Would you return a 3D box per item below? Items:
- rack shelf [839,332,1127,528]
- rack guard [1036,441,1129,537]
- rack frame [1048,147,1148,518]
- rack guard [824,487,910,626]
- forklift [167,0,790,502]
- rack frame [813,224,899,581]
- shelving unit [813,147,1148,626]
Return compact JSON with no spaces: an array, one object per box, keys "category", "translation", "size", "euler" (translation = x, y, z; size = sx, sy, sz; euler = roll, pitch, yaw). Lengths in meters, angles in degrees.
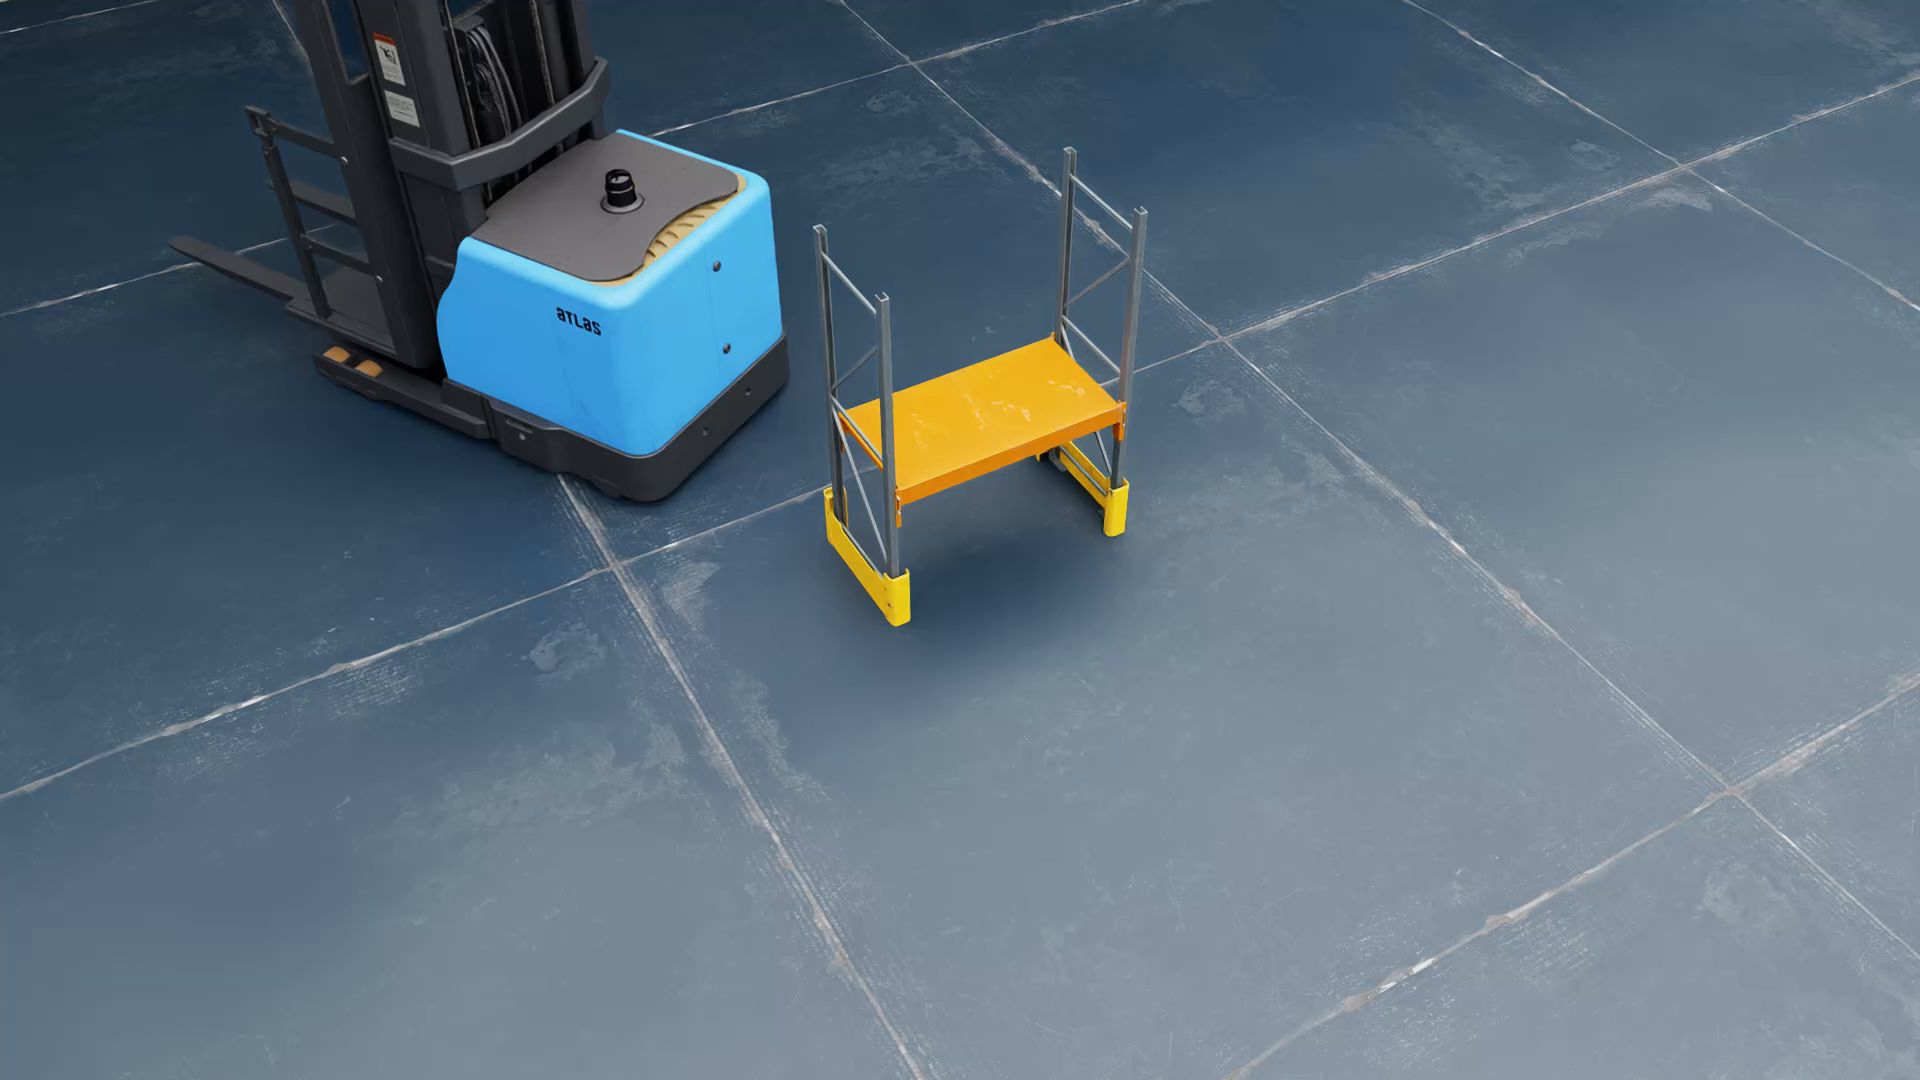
[{"category":"rack shelf","translation":[0.074,-0.439,6.383],"size":[1.000,0.185,0.538],"euler":[-22,48,-21]},{"category":"rack guard","translation":[0.498,-0.289,6.868],"size":[0.087,0.250,0.587],"euler":[-22,48,-21]},{"category":"rack frame","translation":[0.515,-0.744,6.440],"size":[0.032,1.500,0.500],"euler":[-22,48,-21]},{"category":"rack guard","translation":[-0.366,0.057,6.512],"size":[0.087,0.250,0.587],"euler":[-22,48,-21]},{"category":"forklift","translation":[-2.290,-1.977,6.682],"size":[3.031,2.935,1.130],"euler":[22,48,21]},{"category":"rack frame","translation":[-0.367,-0.391,6.076],"size":[0.032,1.500,0.500],"euler":[-22,48,-21]},{"category":"shelving unit","translation":[0.066,-0.565,6.255],"size":[1.083,1.500,0.587],"euler":[-22,48,-21]}]
